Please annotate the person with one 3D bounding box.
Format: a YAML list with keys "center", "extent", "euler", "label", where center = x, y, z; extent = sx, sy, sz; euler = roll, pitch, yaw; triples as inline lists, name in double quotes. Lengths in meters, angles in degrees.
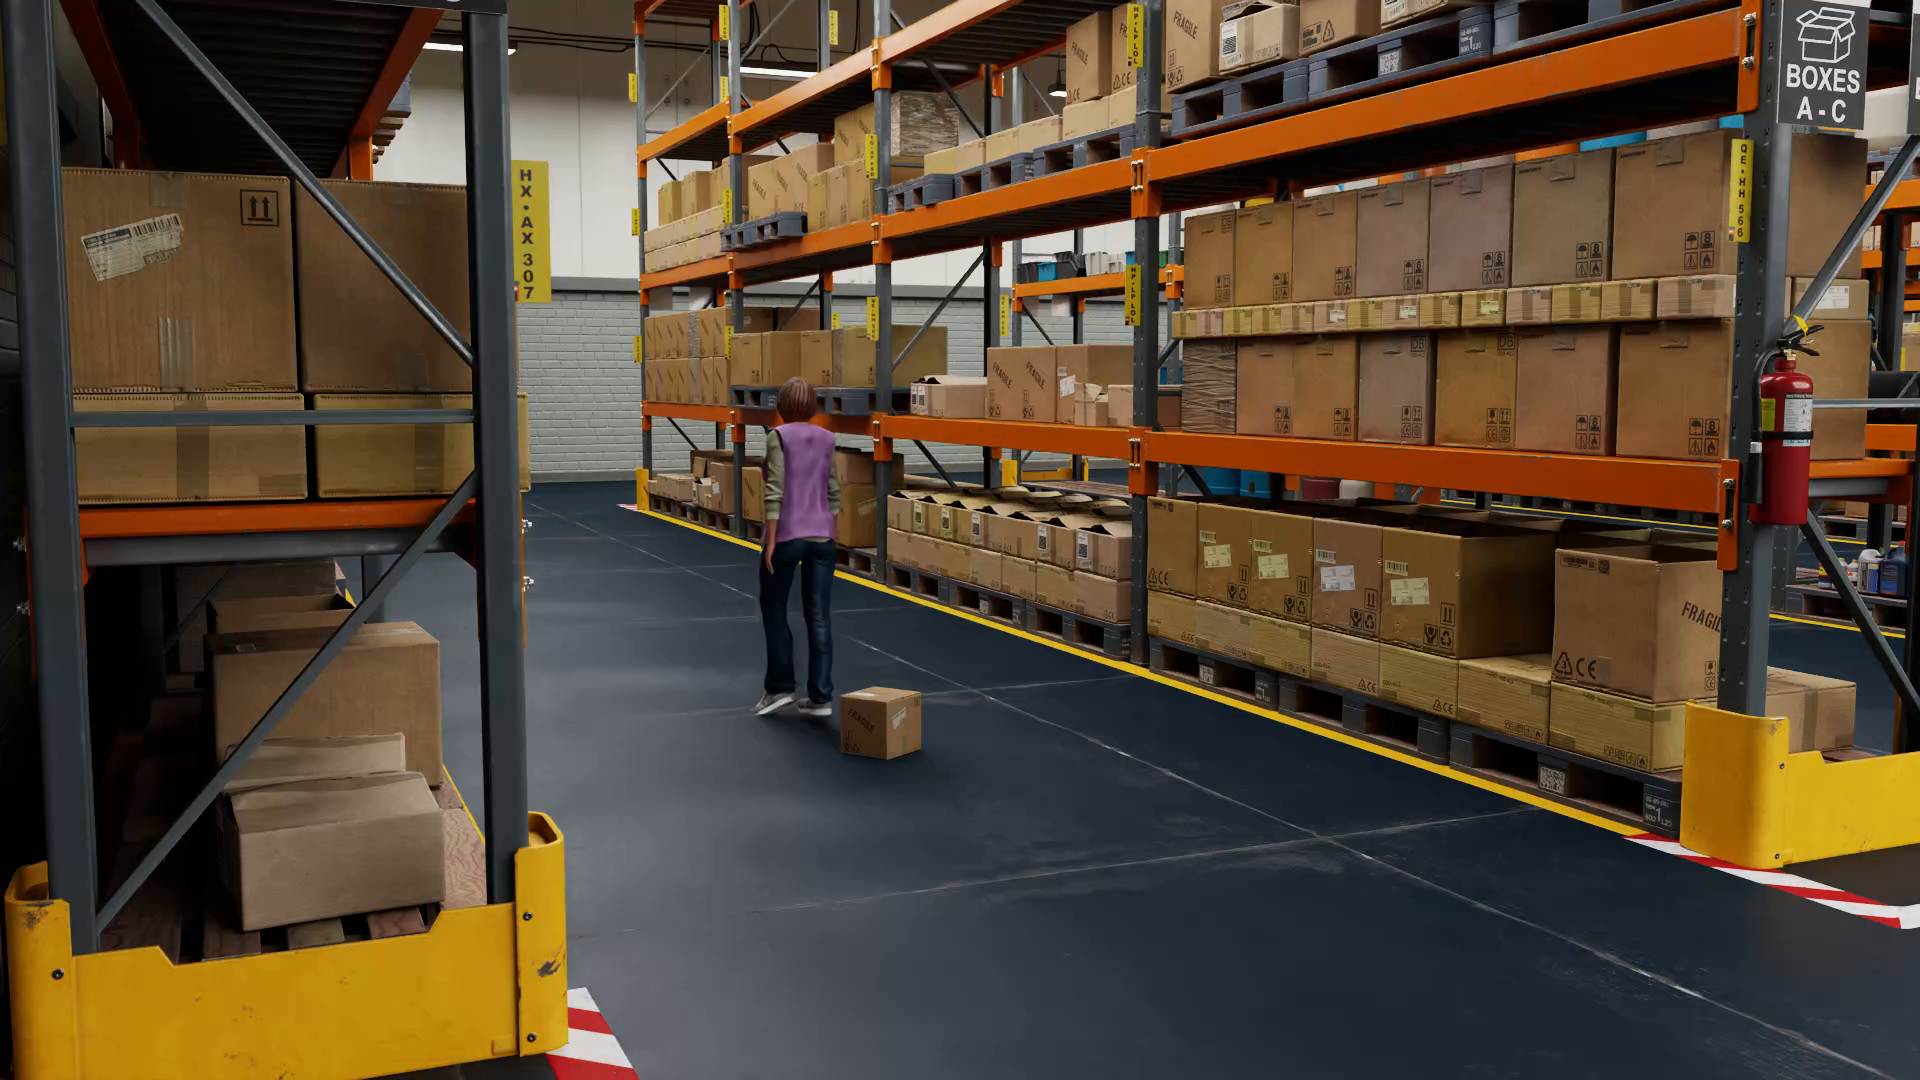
- center: [-0.724, 0.059, 7.778]
  extent: [0.440, 1.638, 0.532]
  euler: [-3, 6, -29]
  label: "person"
